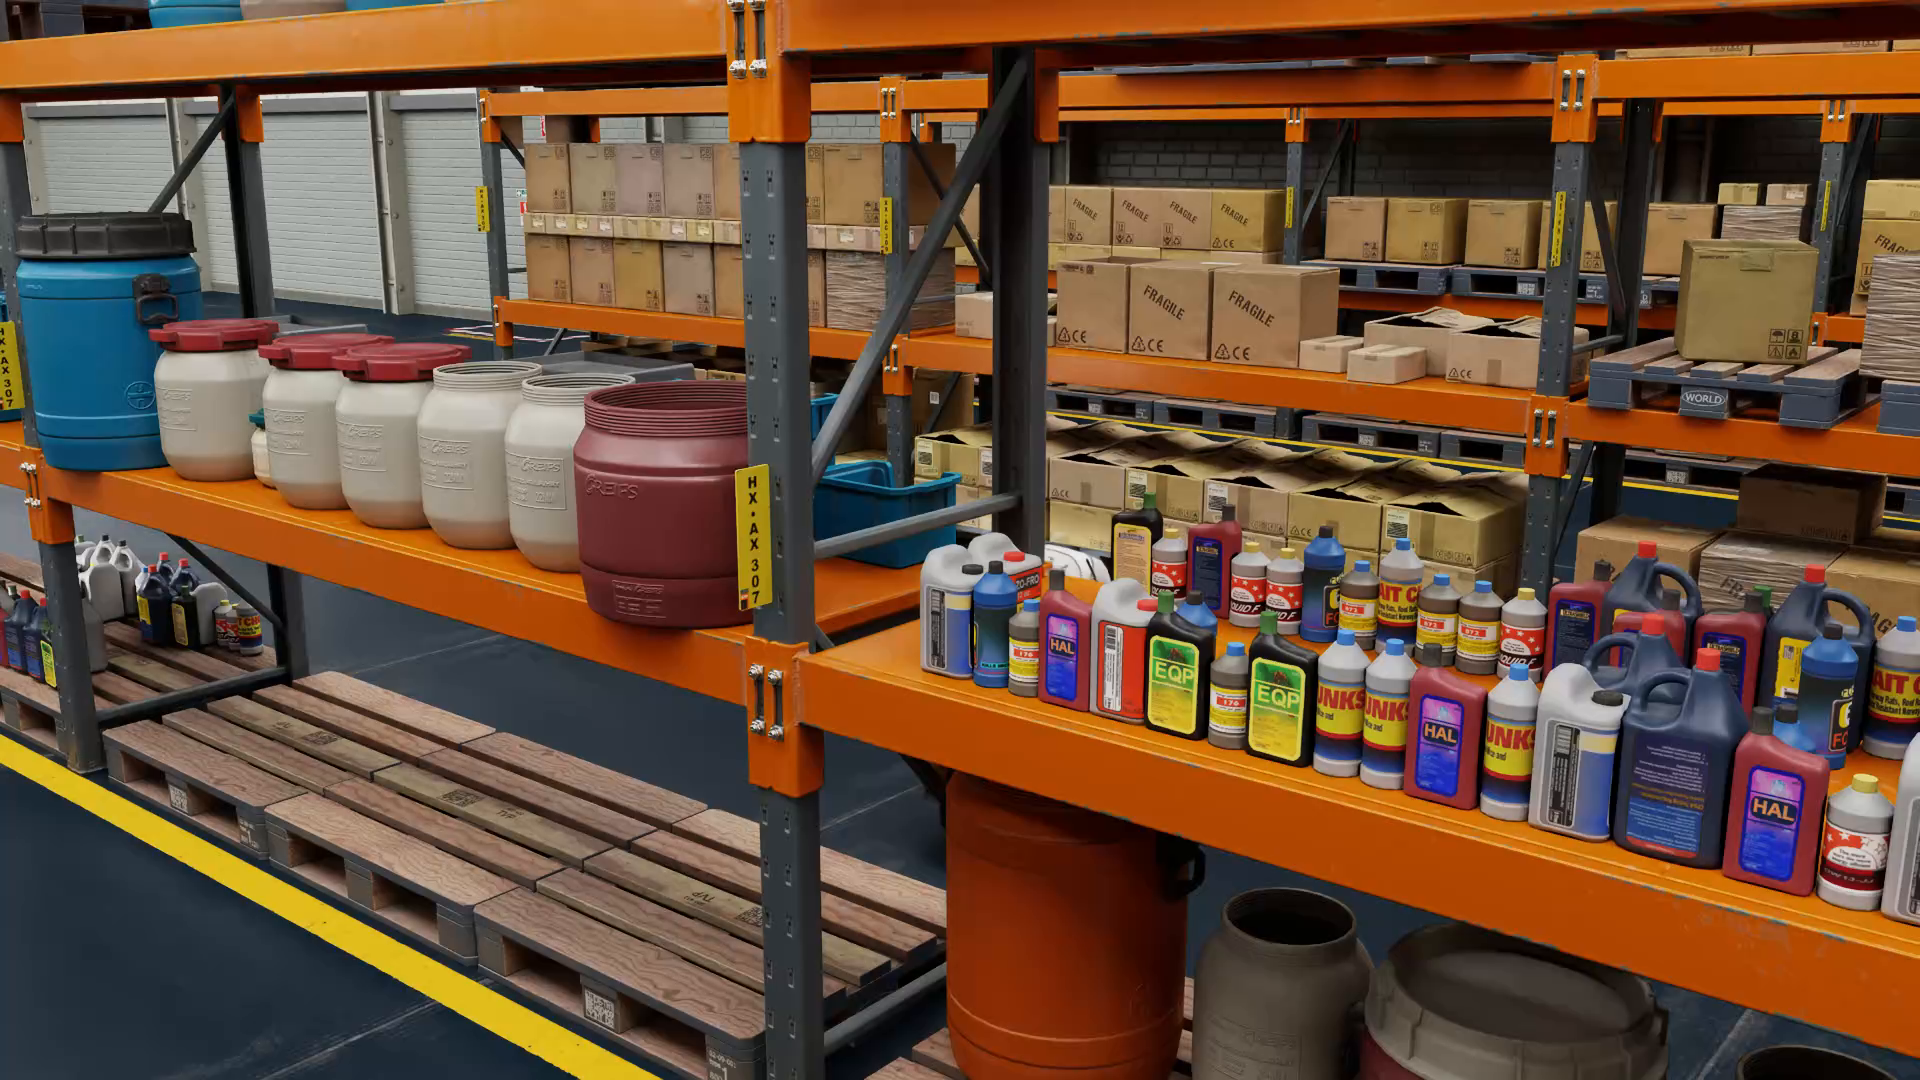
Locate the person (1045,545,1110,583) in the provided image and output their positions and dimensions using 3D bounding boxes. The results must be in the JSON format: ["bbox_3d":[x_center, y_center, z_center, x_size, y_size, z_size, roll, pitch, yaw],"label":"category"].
[{"bbox_3d":[0.206,0.557,6.072,0.423,1.009,0.934,10,17,35],"label":"person"}]
